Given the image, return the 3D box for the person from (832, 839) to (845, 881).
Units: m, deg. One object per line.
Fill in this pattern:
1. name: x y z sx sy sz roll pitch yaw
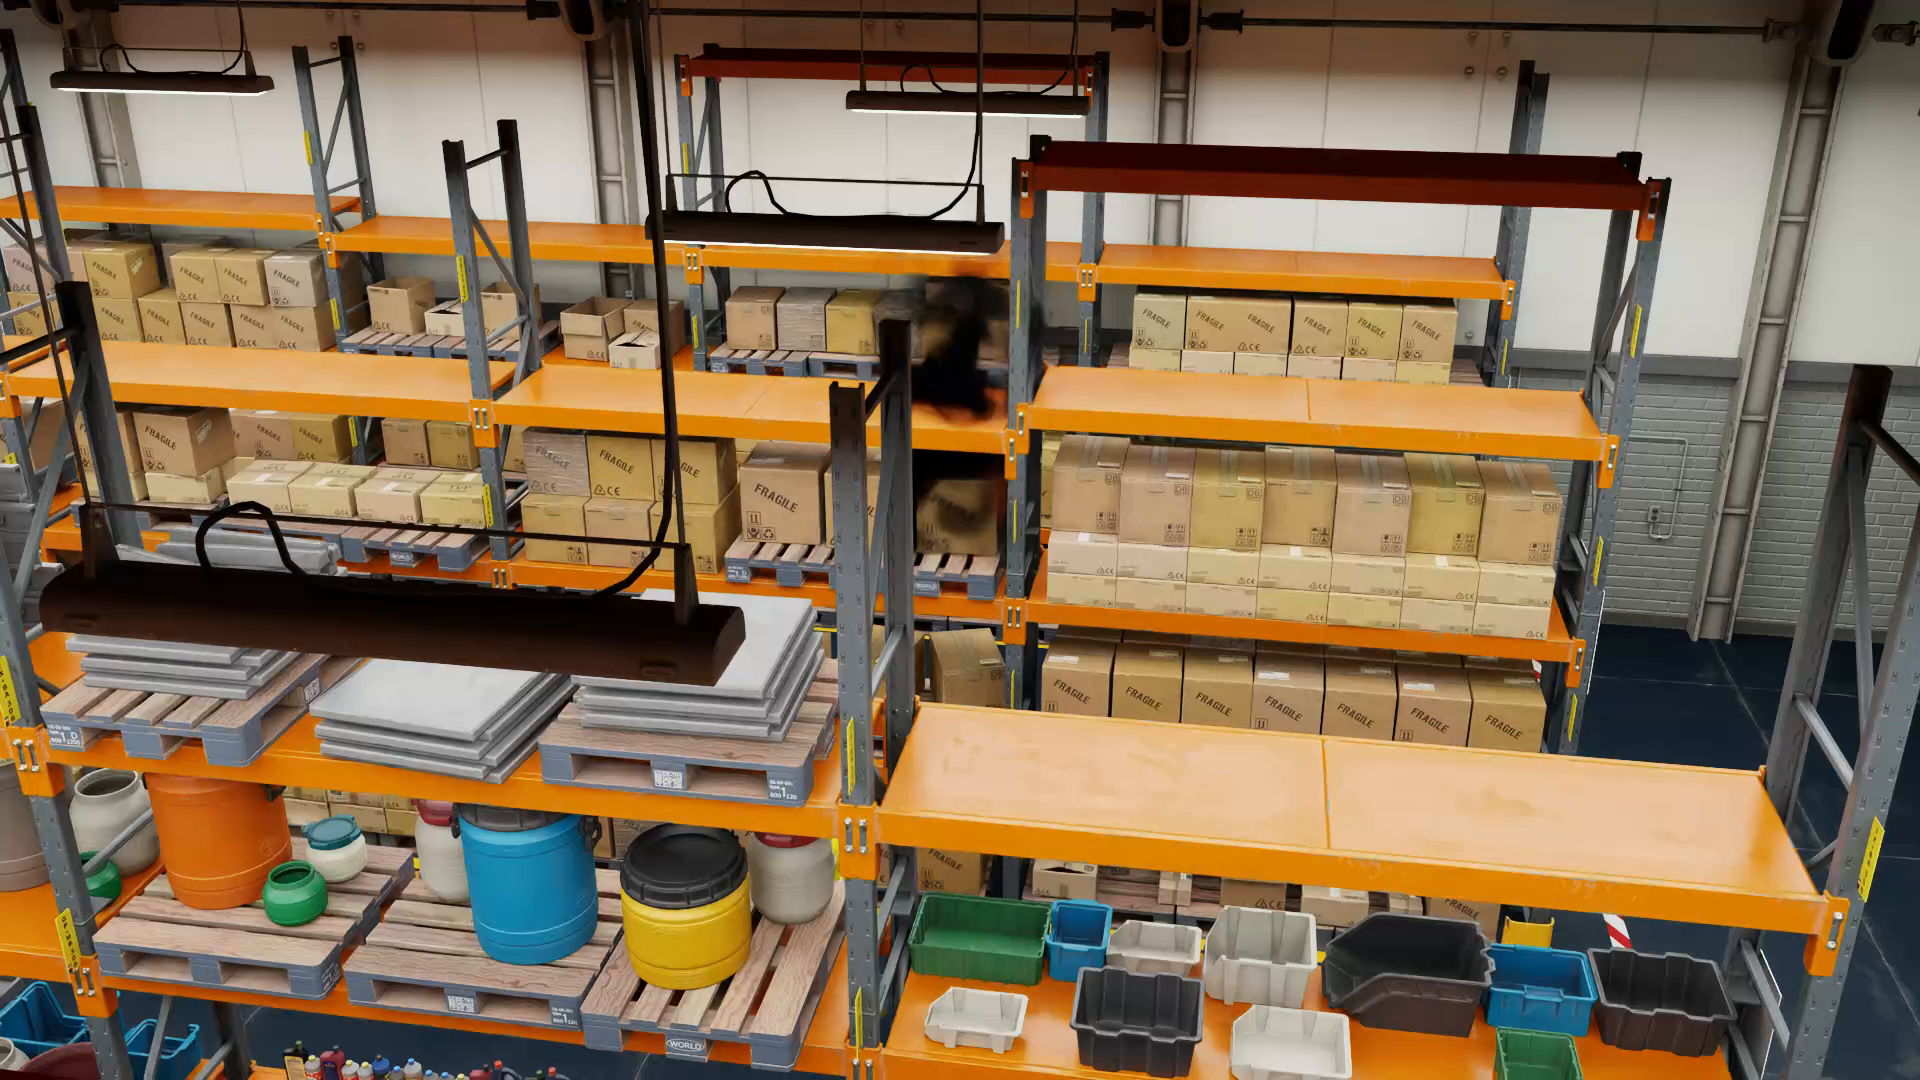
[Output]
1. person: -0.950 2.527 11.408 0.712 1.847 0.676 2 23 5
